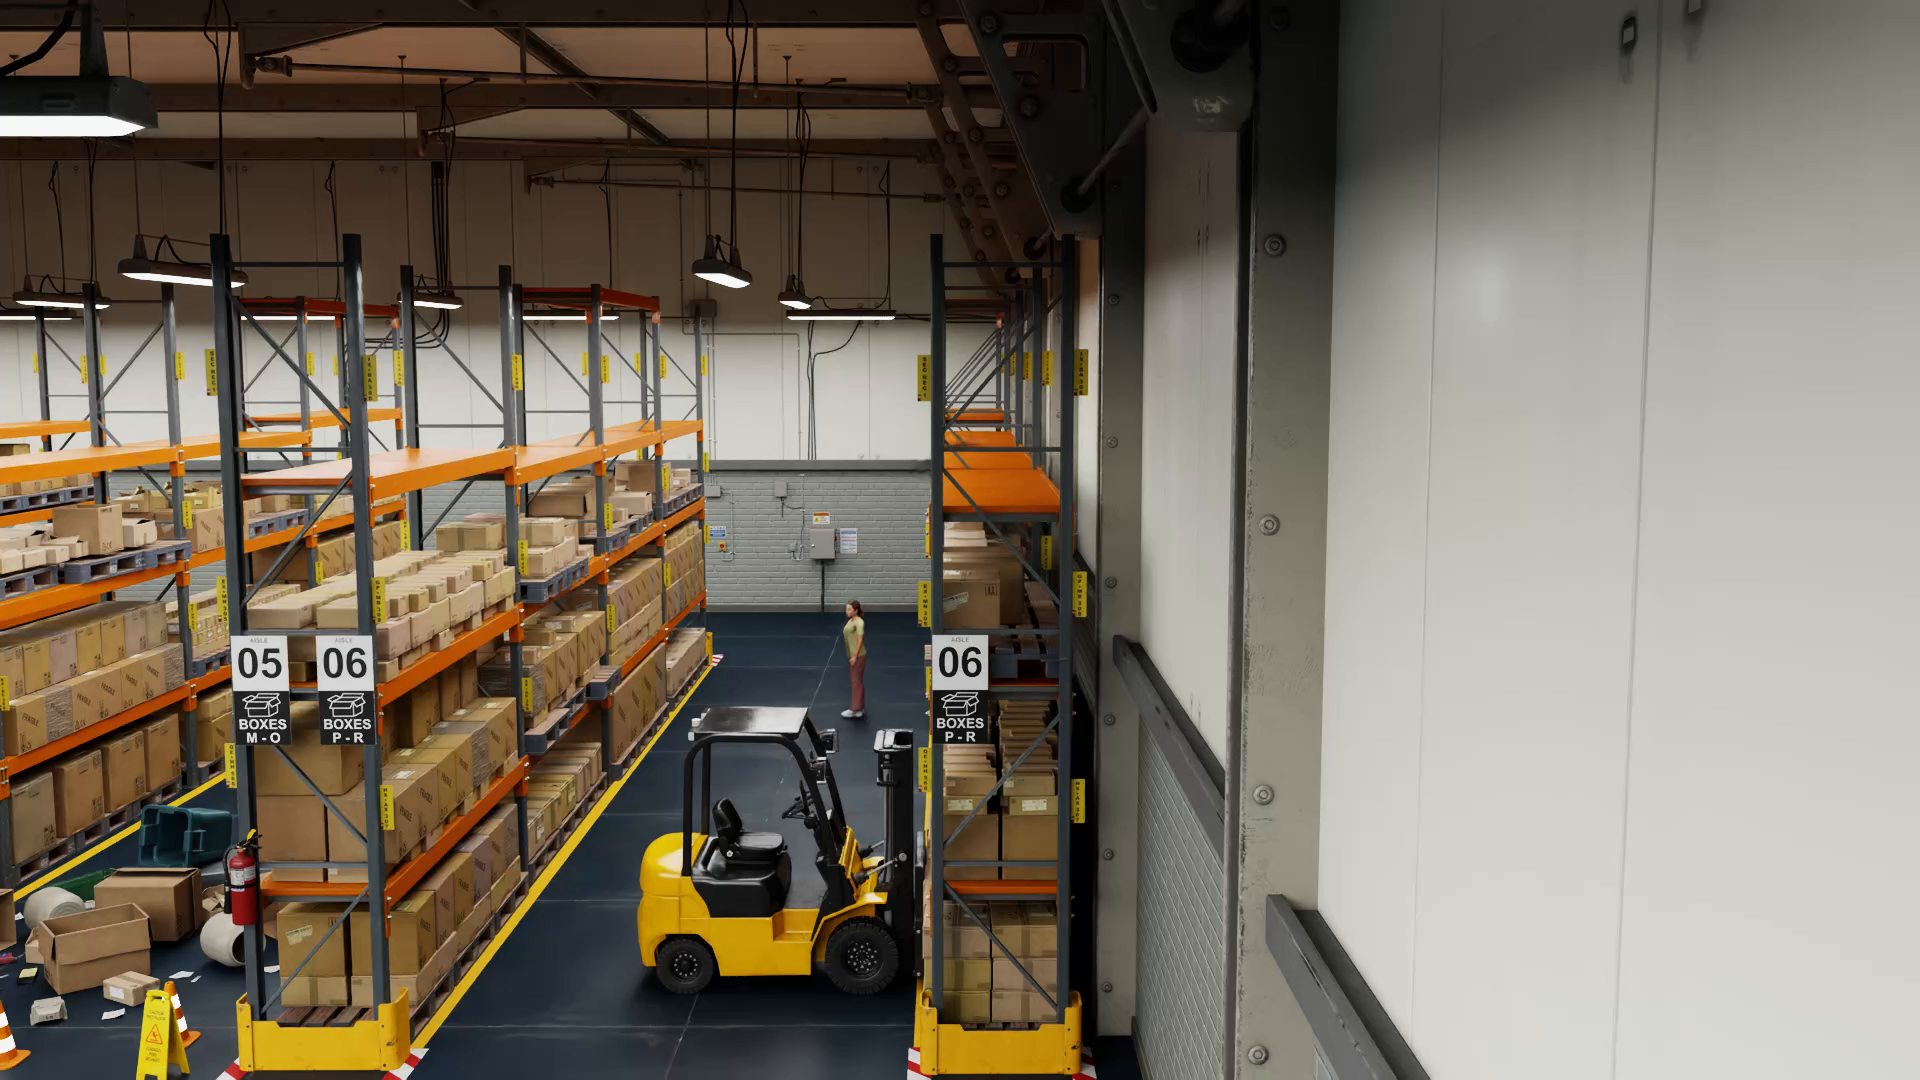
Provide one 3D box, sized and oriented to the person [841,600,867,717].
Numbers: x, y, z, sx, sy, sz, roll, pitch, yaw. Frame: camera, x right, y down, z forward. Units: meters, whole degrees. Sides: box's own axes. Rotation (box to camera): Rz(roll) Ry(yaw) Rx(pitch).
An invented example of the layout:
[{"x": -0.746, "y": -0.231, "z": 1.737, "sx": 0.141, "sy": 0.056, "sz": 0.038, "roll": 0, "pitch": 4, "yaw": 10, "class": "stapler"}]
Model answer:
[{"x": -1.543, "y": 1.700, "z": 23.876, "sx": 0.394, "sy": 1.662, "sz": 0.459, "roll": -2, "pitch": 7, "yaw": -19, "class": "person"}]
